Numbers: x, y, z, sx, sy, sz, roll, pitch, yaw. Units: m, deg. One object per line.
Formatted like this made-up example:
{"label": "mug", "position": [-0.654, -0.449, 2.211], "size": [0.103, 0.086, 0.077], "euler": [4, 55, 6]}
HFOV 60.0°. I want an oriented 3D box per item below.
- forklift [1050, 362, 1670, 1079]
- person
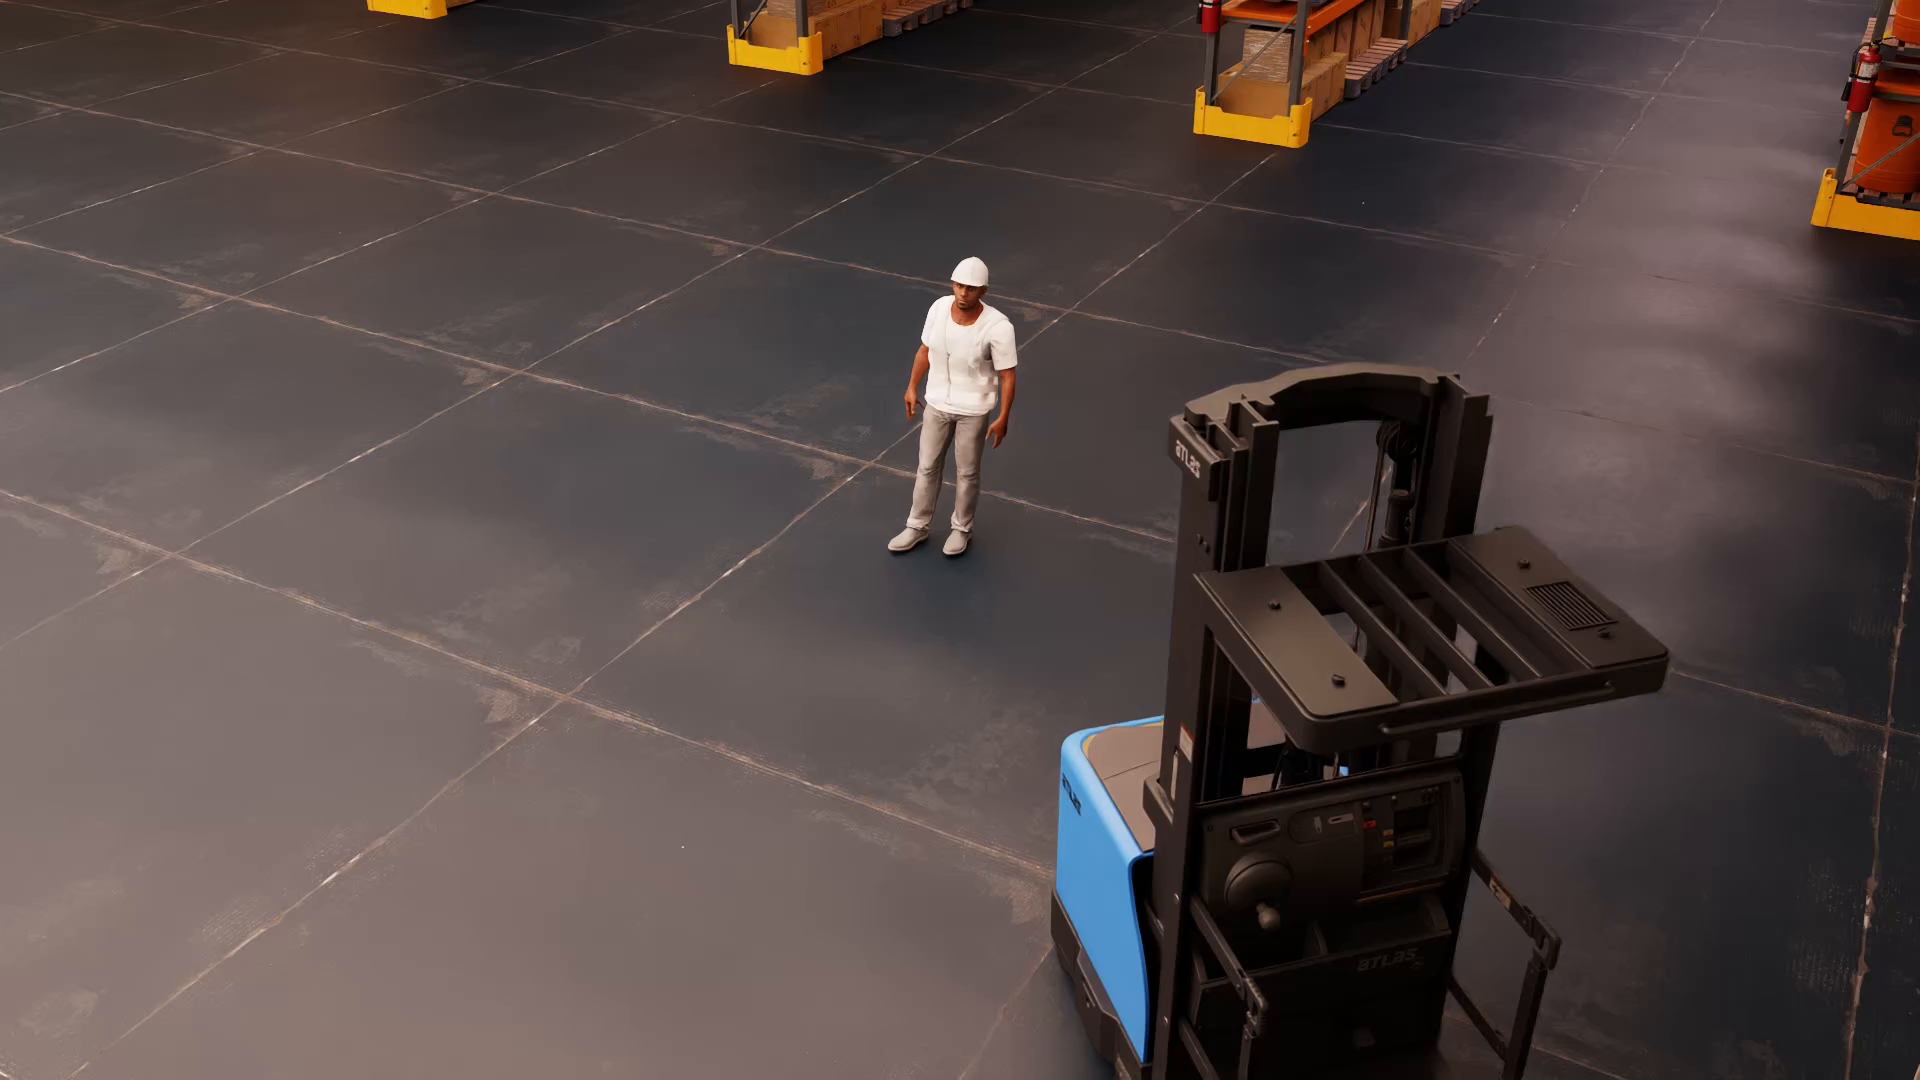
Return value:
{"label": "forklift", "position": [1.285, 1.057, 5.238], "size": [1.130, 2.935, 3.031], "euler": [-8, 31, -14]}
{"label": "person", "position": [-0.039, -0.742, 9.508], "size": [0.666, 1.765, 0.577], "euler": [15, 33, 25]}
